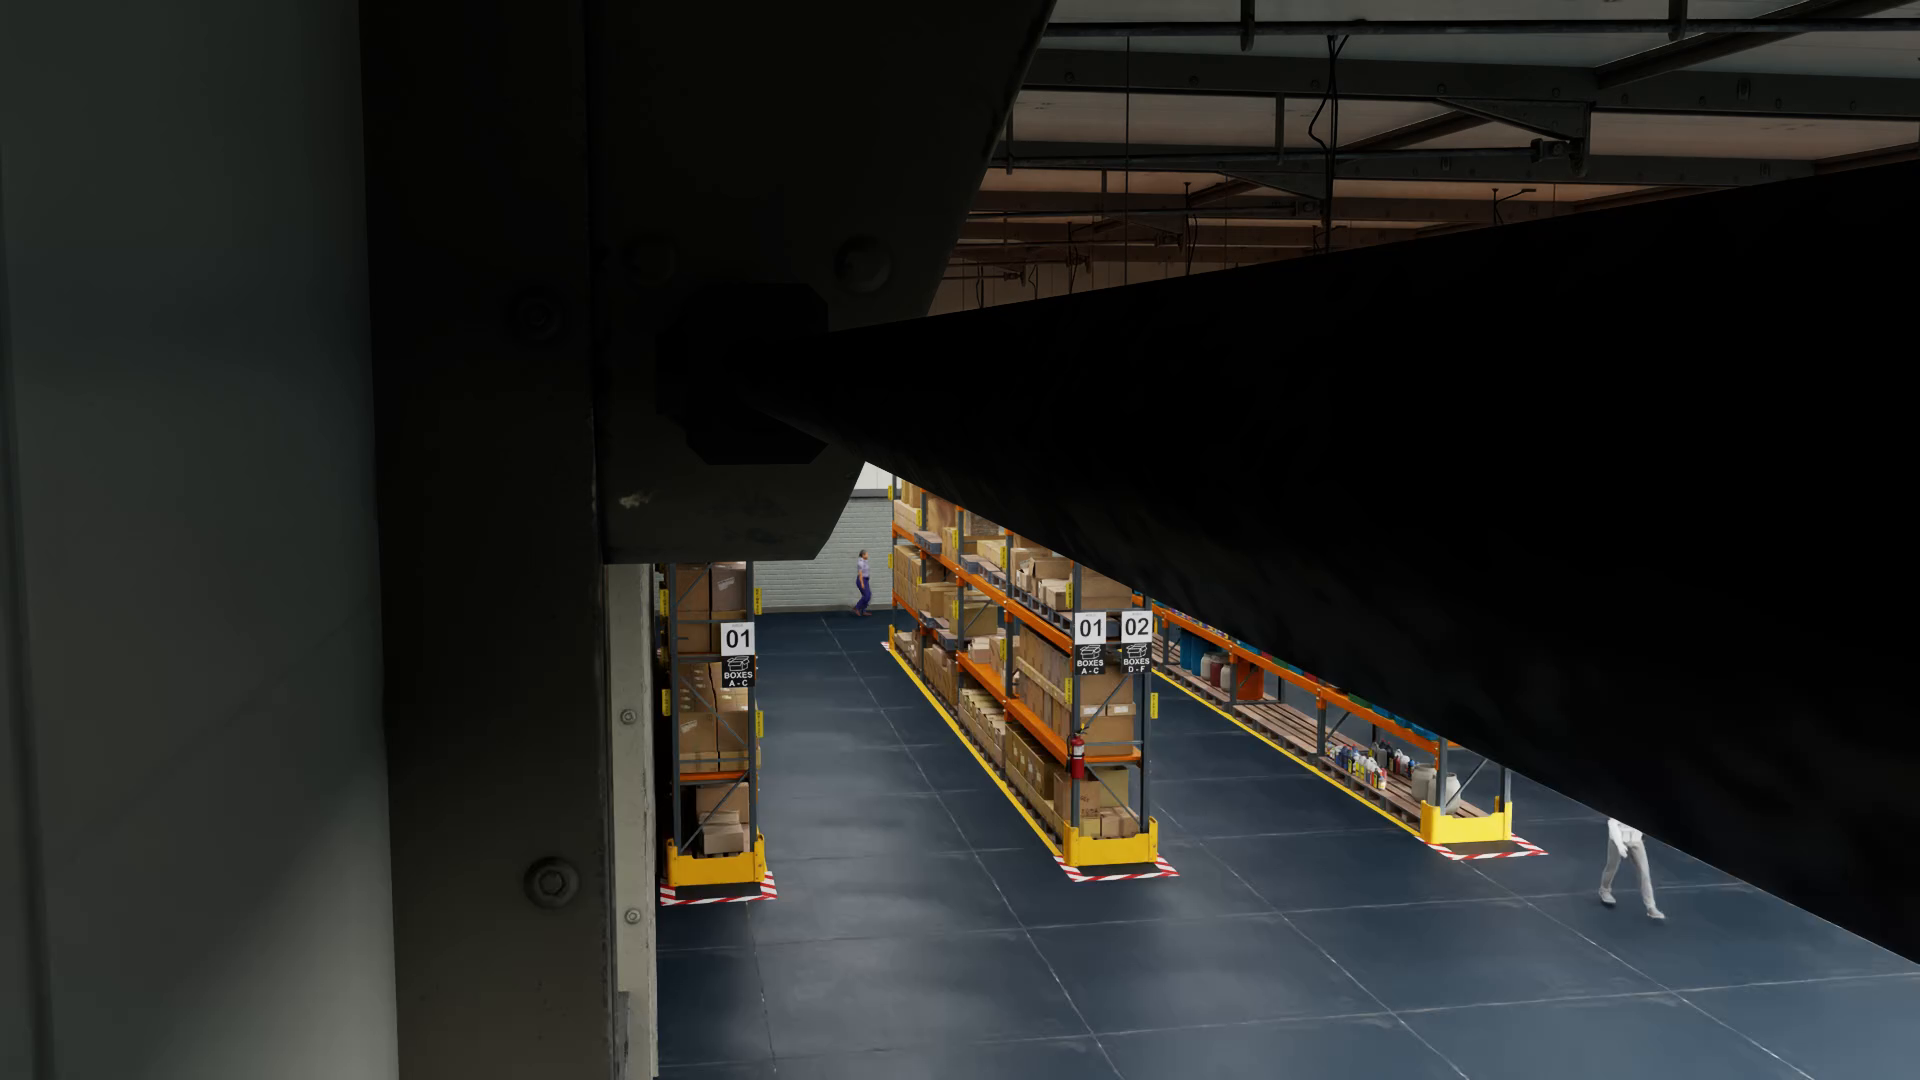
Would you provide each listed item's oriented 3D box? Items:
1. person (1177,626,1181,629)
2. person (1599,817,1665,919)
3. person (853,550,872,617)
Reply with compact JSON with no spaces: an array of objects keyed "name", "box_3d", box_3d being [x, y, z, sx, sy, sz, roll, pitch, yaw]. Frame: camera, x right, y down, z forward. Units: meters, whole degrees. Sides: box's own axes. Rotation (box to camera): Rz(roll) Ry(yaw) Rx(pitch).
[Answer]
[{"name":"person","box_3d":[5.610,1.262,38.821,1.093,1.731,0.499,1,6,6]},{"name":"person","box_3d":[7.662,3.453,19.024,0.510,1.622,1.007,0,6,0]},{"name":"person","box_3d":[-2.412,1.064,41.095,0.447,1.657,0.523,0,6,0]}]
